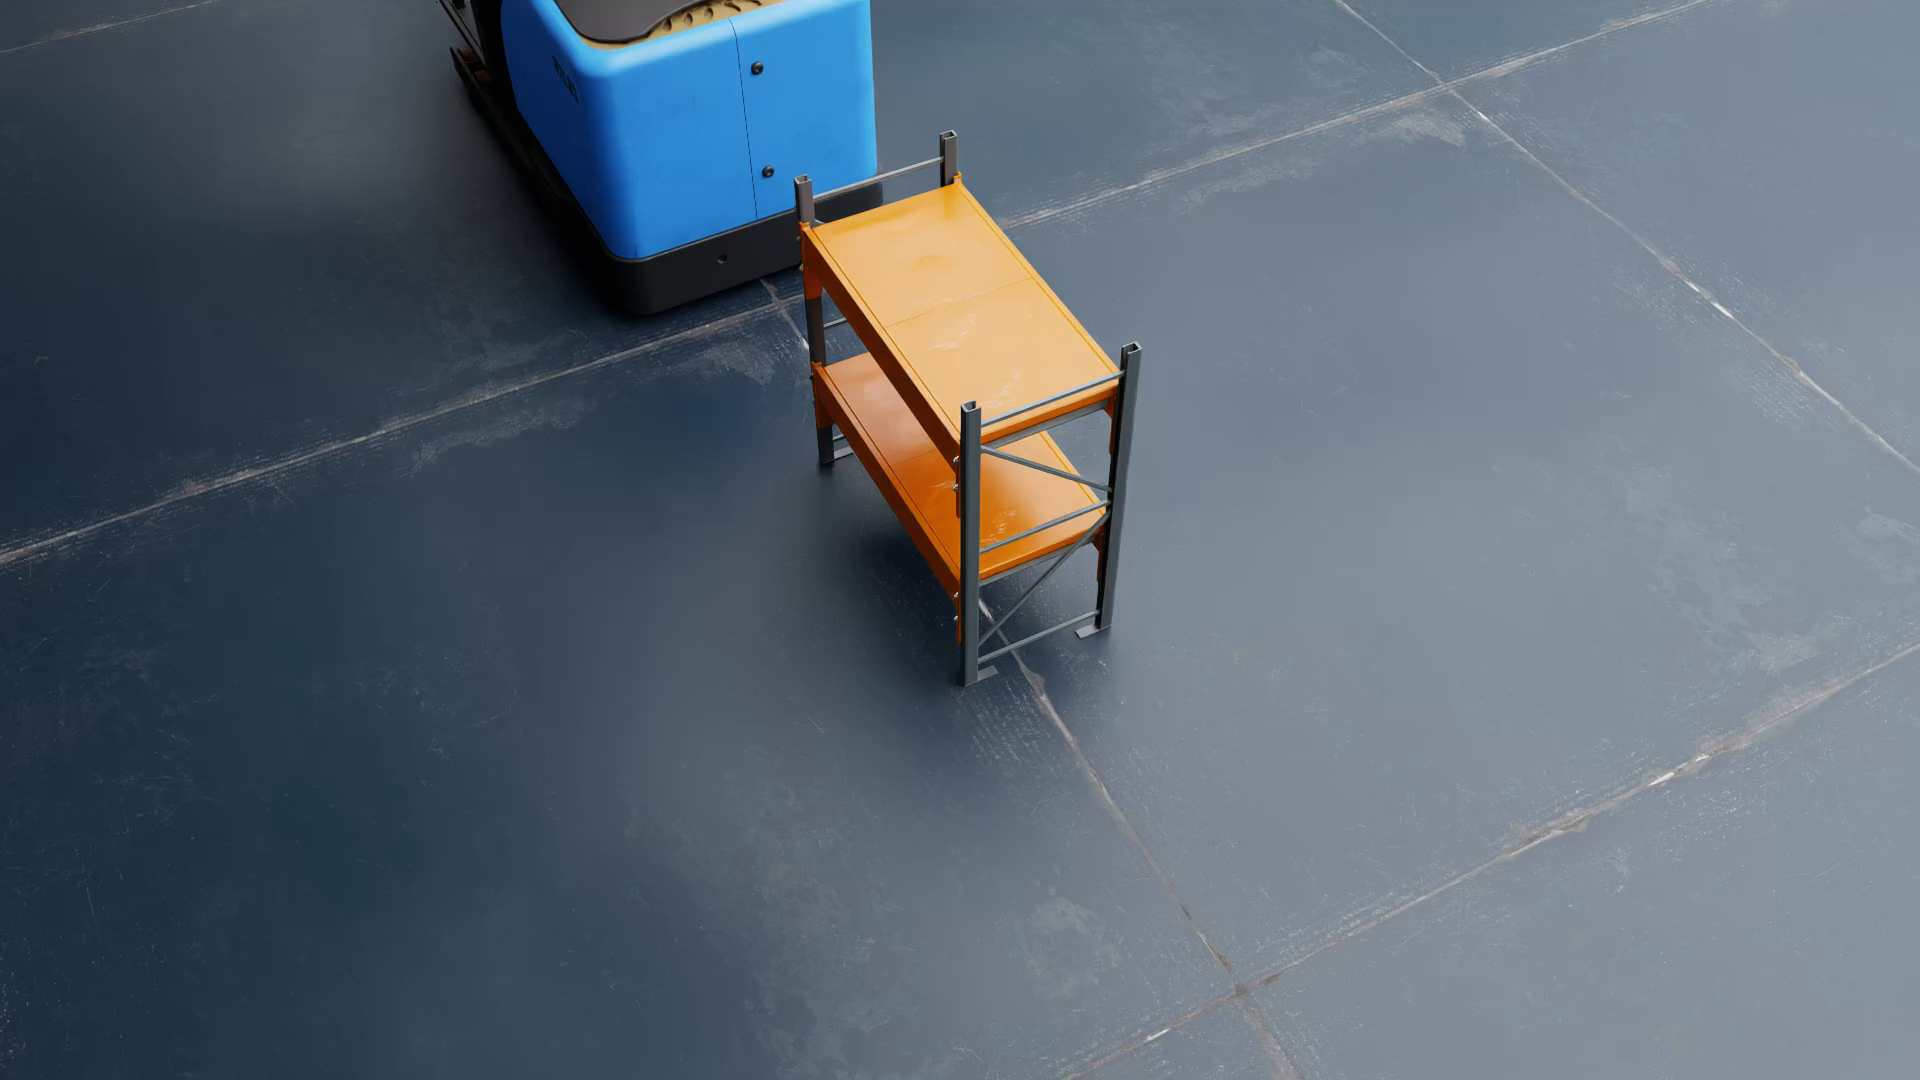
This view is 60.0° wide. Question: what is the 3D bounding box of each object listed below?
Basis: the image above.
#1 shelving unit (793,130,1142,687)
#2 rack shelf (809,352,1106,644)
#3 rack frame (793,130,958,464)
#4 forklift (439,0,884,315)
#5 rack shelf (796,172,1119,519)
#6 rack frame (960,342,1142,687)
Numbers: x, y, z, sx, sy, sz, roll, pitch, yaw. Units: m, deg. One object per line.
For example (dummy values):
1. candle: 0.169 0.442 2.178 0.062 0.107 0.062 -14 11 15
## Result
1. shelving unit: -0.003 -0.375 4.831 0.538 1.125 1.048 -21 52 -18
2. rack shelf: -0.003 -0.214 5.015 0.538 0.278 1.000 -21 52 -18
3. rack frame: -0.236 -0.715 5.128 0.500 1.125 0.032 -21 52 -18
4. forklift: -1.436 -2.866 5.809 1.130 2.935 3.031 -23 53 -19
5. rack shelf: -0.003 -0.568 4.610 0.538 0.278 1.000 -21 52 -18
6. rack frame: 0.230 -0.035 4.533 0.500 1.125 0.032 -21 52 -18
